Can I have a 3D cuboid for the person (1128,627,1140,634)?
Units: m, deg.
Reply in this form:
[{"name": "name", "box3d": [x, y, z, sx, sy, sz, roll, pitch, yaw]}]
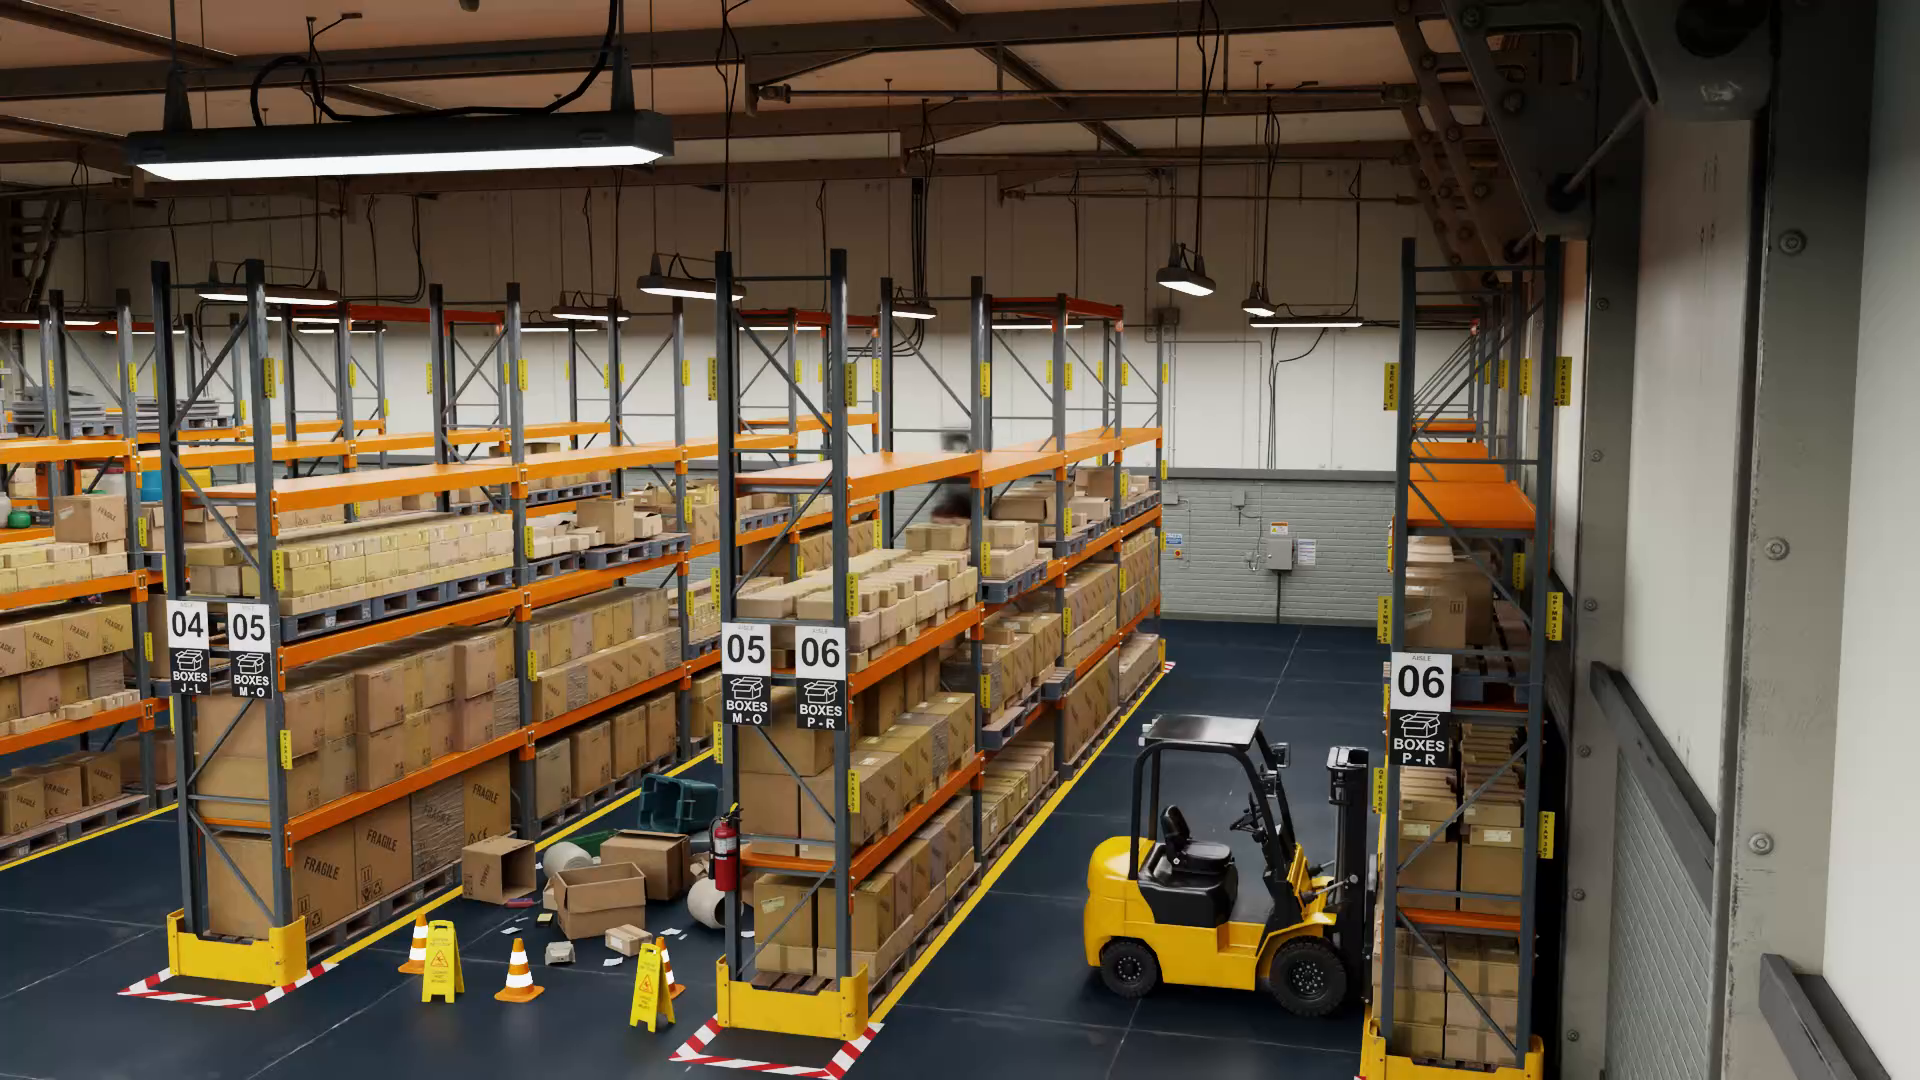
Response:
[{"name": "person", "box3d": [2.905, 1.223, 29.540, 0.872, 1.658, 0.637, 2, 6, 21]}]
